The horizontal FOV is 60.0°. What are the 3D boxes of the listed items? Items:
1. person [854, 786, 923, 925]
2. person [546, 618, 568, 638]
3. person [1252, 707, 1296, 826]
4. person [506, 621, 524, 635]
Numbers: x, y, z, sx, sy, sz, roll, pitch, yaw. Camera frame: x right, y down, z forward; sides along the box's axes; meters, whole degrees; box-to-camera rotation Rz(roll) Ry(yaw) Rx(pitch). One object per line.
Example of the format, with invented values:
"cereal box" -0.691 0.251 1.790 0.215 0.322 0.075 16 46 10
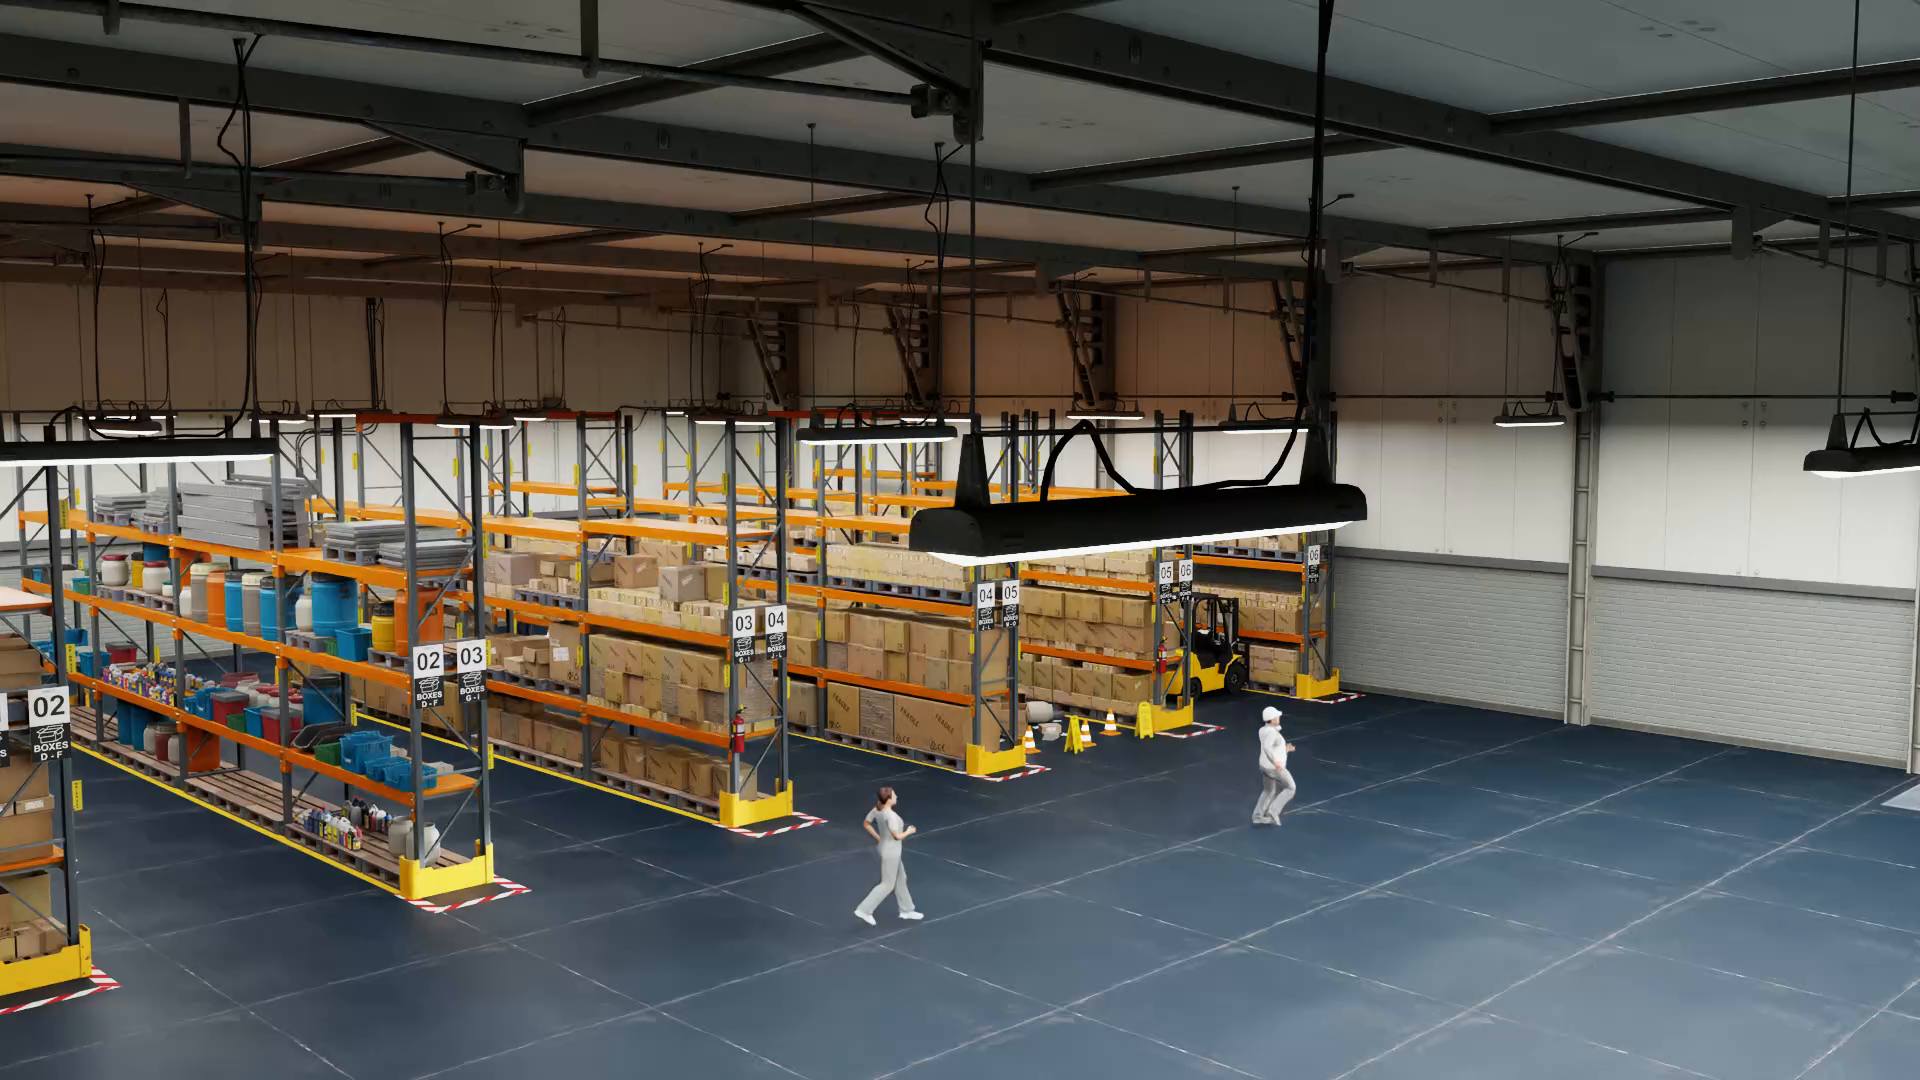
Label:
"person" -0.844 3.746 19.780 0.908 1.664 0.570 -2 5 -24
"person" -8.186 2.425 34.501 0.704 1.763 0.963 -4 7 -41
"person" 4.630 3.325 24.440 0.676 1.752 0.630 -1 5 -14
"person" -11.027 1.953 41.034 1.003 1.604 0.615 -4 6 -40
